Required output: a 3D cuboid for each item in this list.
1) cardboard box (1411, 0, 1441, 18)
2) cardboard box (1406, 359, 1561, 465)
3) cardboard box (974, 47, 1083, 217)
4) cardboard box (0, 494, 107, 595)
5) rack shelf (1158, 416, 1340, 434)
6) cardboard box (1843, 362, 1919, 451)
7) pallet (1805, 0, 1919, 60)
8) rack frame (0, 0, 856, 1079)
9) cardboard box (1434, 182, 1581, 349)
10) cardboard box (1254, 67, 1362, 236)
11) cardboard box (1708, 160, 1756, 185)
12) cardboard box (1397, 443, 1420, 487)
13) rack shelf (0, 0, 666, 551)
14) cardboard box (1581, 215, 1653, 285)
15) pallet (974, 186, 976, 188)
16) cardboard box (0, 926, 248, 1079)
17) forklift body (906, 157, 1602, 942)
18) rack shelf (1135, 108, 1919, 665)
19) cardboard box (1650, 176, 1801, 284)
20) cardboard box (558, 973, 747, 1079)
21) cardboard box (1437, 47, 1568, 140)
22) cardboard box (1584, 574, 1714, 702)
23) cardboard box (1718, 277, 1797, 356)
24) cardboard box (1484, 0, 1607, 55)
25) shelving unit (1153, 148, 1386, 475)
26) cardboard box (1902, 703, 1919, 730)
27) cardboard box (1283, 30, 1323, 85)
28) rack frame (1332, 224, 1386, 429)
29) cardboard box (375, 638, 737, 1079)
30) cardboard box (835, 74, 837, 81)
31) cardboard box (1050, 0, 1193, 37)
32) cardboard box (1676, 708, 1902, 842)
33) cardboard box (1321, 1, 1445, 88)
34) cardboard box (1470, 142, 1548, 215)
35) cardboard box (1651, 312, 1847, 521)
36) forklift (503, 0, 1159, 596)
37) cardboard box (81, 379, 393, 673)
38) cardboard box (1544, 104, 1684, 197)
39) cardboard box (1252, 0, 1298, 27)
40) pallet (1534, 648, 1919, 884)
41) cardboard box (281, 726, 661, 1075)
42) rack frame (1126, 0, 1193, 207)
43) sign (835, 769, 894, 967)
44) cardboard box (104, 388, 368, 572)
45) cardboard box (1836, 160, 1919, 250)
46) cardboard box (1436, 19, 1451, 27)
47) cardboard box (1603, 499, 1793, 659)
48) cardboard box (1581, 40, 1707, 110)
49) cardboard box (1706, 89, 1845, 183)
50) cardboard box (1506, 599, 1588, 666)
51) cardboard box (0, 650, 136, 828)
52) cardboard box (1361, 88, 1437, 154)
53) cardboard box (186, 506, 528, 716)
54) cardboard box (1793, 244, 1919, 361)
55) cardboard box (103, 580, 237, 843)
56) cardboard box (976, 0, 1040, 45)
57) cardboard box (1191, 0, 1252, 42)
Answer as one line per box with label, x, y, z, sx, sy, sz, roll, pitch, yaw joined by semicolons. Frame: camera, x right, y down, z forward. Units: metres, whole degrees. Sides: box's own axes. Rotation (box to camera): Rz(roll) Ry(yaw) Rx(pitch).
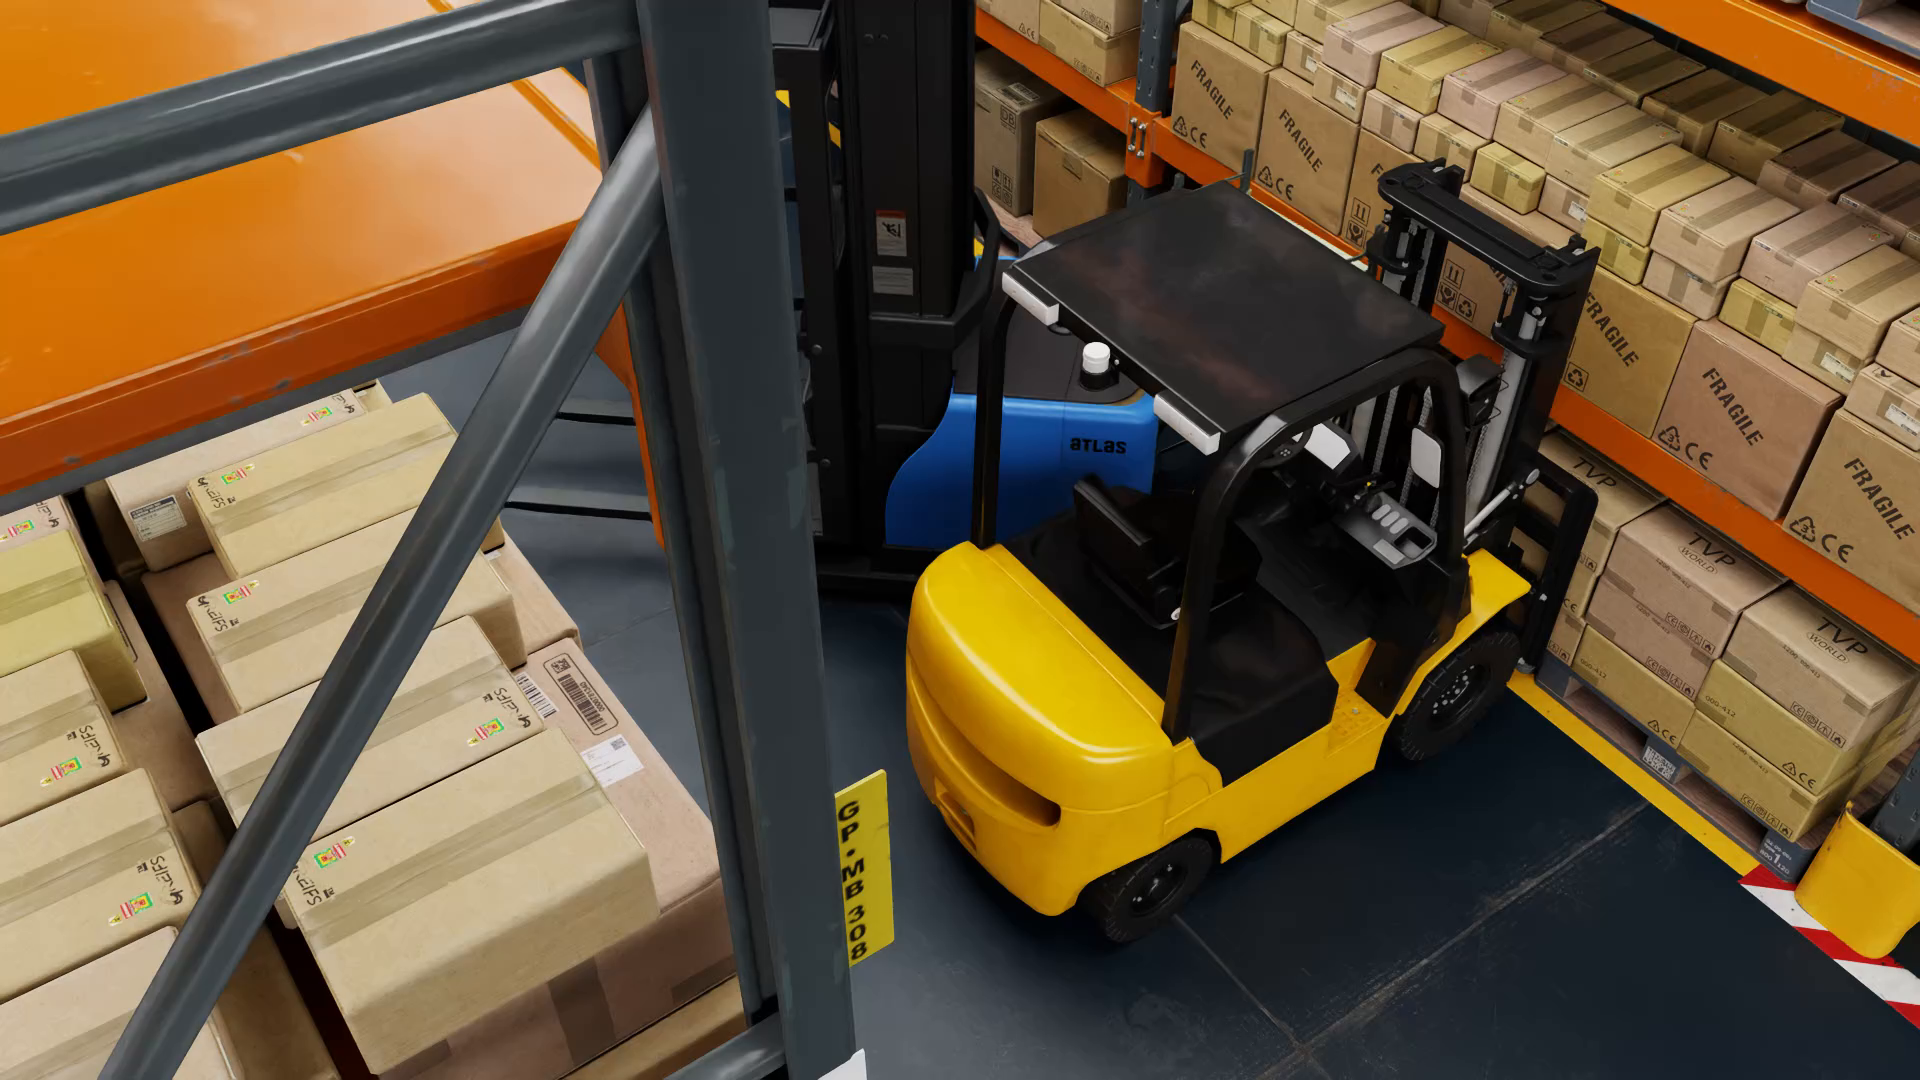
cardboard box;1.917;-2.245;6.663;0.380;0.149;0.250;-26;50;-25
cardboard box;2.106;-0.481;6.535;0.500;0.250;0.500;-27;50;-25
cardboard box;0.469;-2.258;8.849;0.875;0.625;0.625;-26;50;-25
cardboard box;-1.516;0.036;2.463;0.380;0.149;0.250;-26;49;-24
rack shelf;1.221;-0.490;7.094;0.431;0.370;0.720;-24;46;-26
cardboard box;2.904;-0.455;5.003;0.380;0.149;0.250;-25;49;-24
pallet;3.120;-1.429;4.458;1.003;0.211;1.213;-26;49;-24
rack frame;-0.566;-0.173;0.905;1.000;3.000;0.127;-26;49;-24
cardboard box;2.127;-1.045;6.091;0.500;0.500;0.500;-25;49;-24
cardboard box;1.566;-1.624;6.698;0.500;0.500;0.500;-25;49;-24
cardboard box;2.844;-1.287;5.875;0.380;0.149;0.250;-24;49;-23
cardboard box;2.094;-0.313;6.722;0.500;0.250;0.500;-26;49;-25
rack shelf;-1.710;-1.044;2.341;1.077;0.370;4.000;-26;49;-24
cardboard box;2.321;-1.039;5.615;0.380;0.149;0.250;-25;49;-24
pallet;0.059;-2.316;9.514;1.003;0.211;1.213;-26;49;-24
cardboard box;-1.002;0.640;1.831;0.380;0.149;0.250;-25;49;-24
forklift body;0.922;-0.012;5.696;2.313;2.155;1.214;-26;49;-24
rack shelf;2.359;-0.838;6.468;1.077;0.370;4.000;-26;49;-24
cardboard box;2.465;-1.003;5.361;0.380;0.149;0.250;-25;49;-23
cardboard box;-0.489;0.687;2.359;0.380;0.149;0.250;-26;49;-24
cardboard box;1.956;-1.613;6.001;0.380;0.149;0.250;-26;49;-25
cardboard box;2.690;0.256;6.126;0.500;0.250;0.500;-26;50;-25
cardboard box;2.674;-0.771;5.334;0.380;0.149;0.250;-26;49;-25
cardboard box;2.244;-1.973;6.378;0.380;0.149;0.250;-26;50;-25
shelving unit;1.221;-0.738;6.883;0.431;1.500;0.755;-24;46;-26
cardboard box;3.404;0.348;6.029;0.500;0.250;0.500;-25;49;-24
cardboard box;1.503;-1.935;6.553;0.380;0.149;0.250;-26;49;-25
rack frame;1.429;-0.542;6.653;0.400;1.500;0.023;-24;46;-26
cardboard box;-0.635;0.469;2.298;0.500;0.250;0.500;-27;50;-25
cardboard box;-0.348;-3.064;9.694;0.875;0.625;0.625;-24;49;-23
cardboard box;0.724;-2.535;7.470;0.500;0.250;0.500;-27;50;-25
cardboard box;2.975;0.736;5.985;0.500;0.250;0.500;-25;49;-24
cardboard box;1.594;-1.872;6.272;0.380;0.149;0.250;-25;49;-24
cardboard box;2.050;-1.334;5.924;0.380;0.149;0.250;-27;50;-25
cardboard box;2.717;-0.474;5.493;0.500;0.500;0.500;-24;49;-23
forklift;-0.692;-1.206;6.381;3.031;2.935;1.130;5;44;5
cardboard box;-1.231;-0.103;2.897;0.500;0.250;0.500;-24;49;-23
cardboard box;2.243;-1.330;5.704;0.380;0.149;0.250;-25;49;-24
cardboard box;1.392;-2.206;6.622;0.380;0.149;0.250;-25;49;-24
pallet;3.031;0.626;6.432;1.003;0.211;1.213;-26;49;-24
cardboard box;-0.602;0.433;2.047;0.380;0.149;0.250;-26;49;-25
rack frame;1.215;-2.231;7.406;1.000;3.000;0.127;-26;49;-24
sign;-0.121;0.382;1.863;0.100;0.325;0.005;-26;49;-24
cardboard box;-1.154;-0.143;2.651;0.380;0.149;0.250;-26;49;-25
cardboard box;3.072;-1.070;5.432;0.380;0.149;0.250;-25;49;-24
cardboard box;2.105;-2.008;6.630;0.380;0.149;0.250;-25;49;-24
cardboard box;2.687;0.091;5.936;0.500;0.250;0.500;-25;49;-24
cardboard box;2.471;-1.654;6.044;0.380;0.149;0.250;-24;49;-23
cardboard box;2.831;-1.397;5.775;0.380;0.149;0.250;-27;50;-25
cardboard box;2.420;0.163;6.585;0.500;0.250;0.500;-25;49;-24
cardboard box;-1.279;0.341;2.143;0.380;0.149;0.250;-26;50;-25
cardboard box;1.732;-1.617;6.220;0.380;0.149;0.250;-26;50;-25
cardboard box;-0.852;0.131;2.364;0.380;0.149;0.250;-26;49;-24
cardboard box;2.787;-0.728;5.074;0.380;0.149;0.250;-25;49;-24
cardboard box;-1.356;0.385;2.386;0.500;0.250;0.500;-26;50;-25
cardboard box;0.420;-2.641;7.944;0.500;0.250;0.500;-26;49;-25
cardboard box;1.181;-2.217;6.849;0.380;0.149;0.250;-26;50;-25
